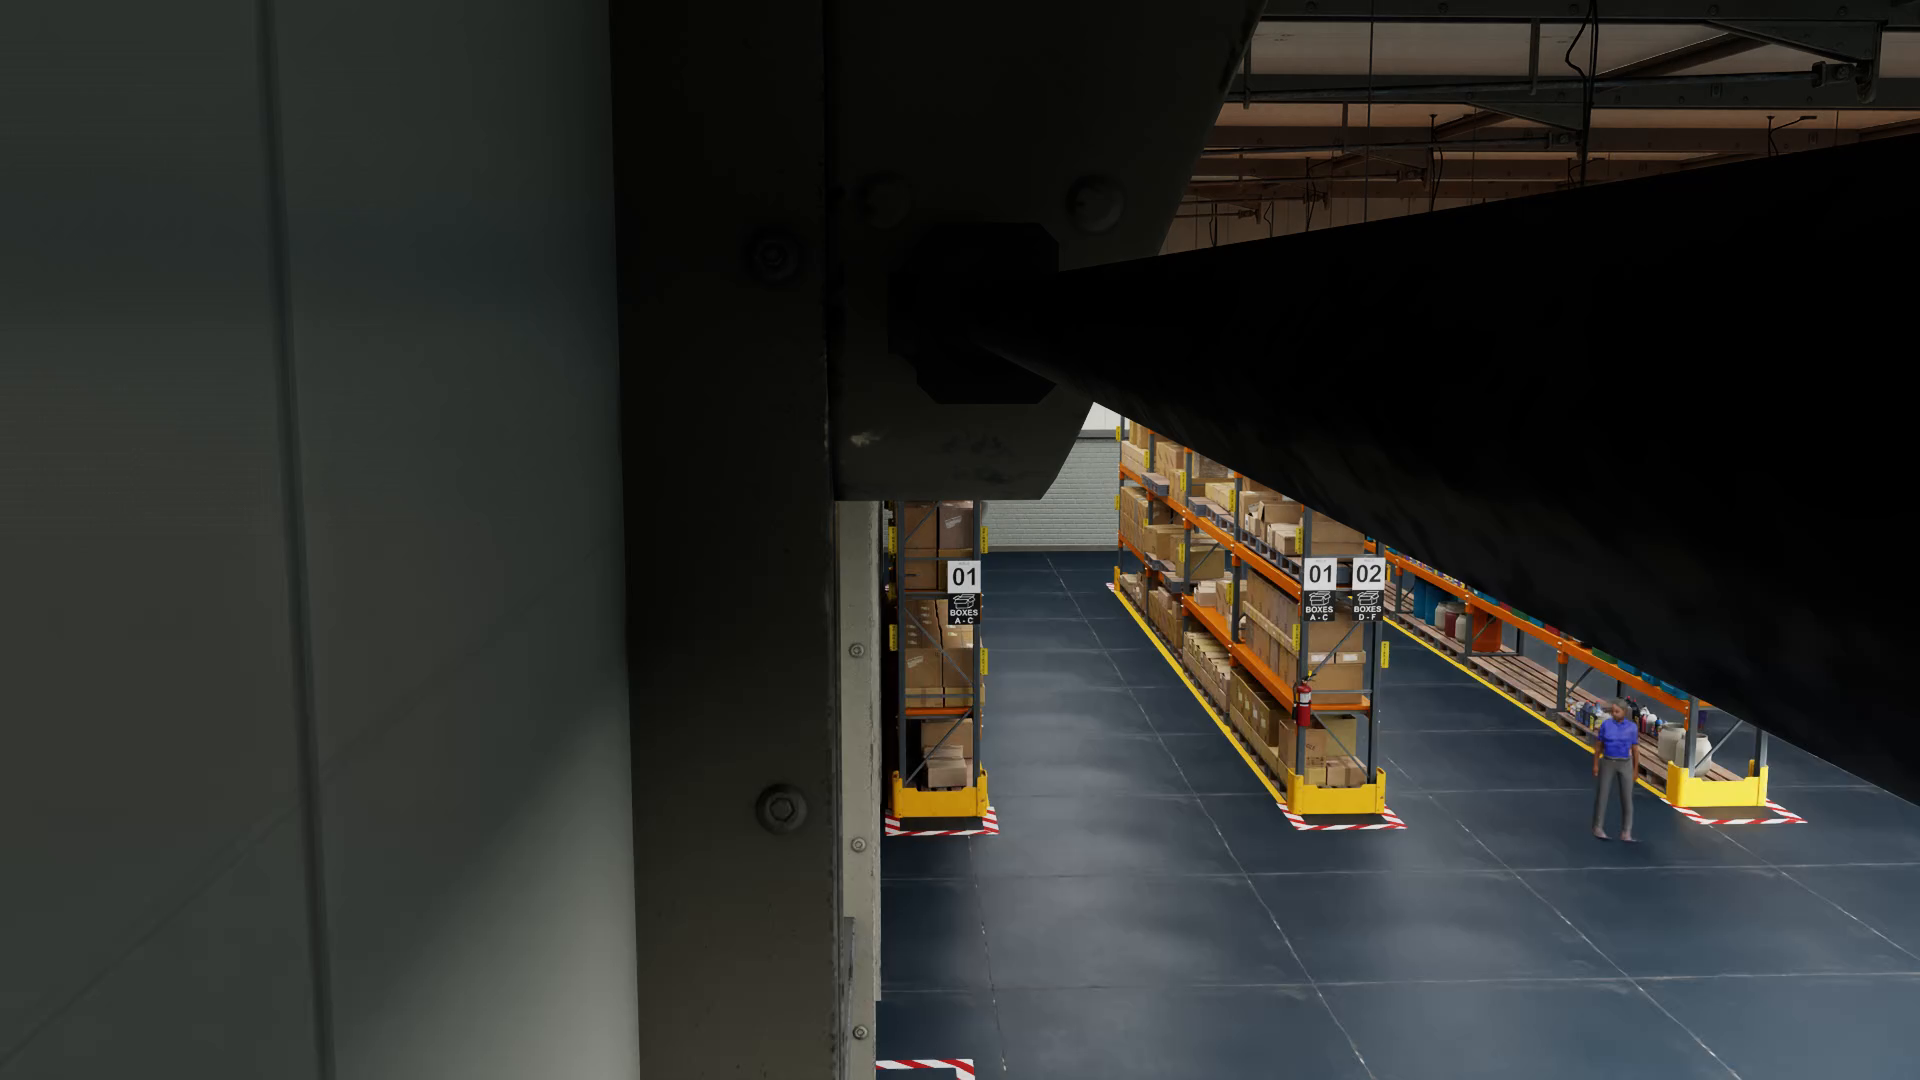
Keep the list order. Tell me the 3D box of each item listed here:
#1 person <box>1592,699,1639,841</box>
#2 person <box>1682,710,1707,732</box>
[{"bbox_3d":[7.722,2.694,19.624,0.490,1.664,0.365,4,9,24],"label":"person"},{"bbox_3d":[10.950,2.001,24.723,0.495,1.656,0.478,6,10,37],"label":"person"}]
